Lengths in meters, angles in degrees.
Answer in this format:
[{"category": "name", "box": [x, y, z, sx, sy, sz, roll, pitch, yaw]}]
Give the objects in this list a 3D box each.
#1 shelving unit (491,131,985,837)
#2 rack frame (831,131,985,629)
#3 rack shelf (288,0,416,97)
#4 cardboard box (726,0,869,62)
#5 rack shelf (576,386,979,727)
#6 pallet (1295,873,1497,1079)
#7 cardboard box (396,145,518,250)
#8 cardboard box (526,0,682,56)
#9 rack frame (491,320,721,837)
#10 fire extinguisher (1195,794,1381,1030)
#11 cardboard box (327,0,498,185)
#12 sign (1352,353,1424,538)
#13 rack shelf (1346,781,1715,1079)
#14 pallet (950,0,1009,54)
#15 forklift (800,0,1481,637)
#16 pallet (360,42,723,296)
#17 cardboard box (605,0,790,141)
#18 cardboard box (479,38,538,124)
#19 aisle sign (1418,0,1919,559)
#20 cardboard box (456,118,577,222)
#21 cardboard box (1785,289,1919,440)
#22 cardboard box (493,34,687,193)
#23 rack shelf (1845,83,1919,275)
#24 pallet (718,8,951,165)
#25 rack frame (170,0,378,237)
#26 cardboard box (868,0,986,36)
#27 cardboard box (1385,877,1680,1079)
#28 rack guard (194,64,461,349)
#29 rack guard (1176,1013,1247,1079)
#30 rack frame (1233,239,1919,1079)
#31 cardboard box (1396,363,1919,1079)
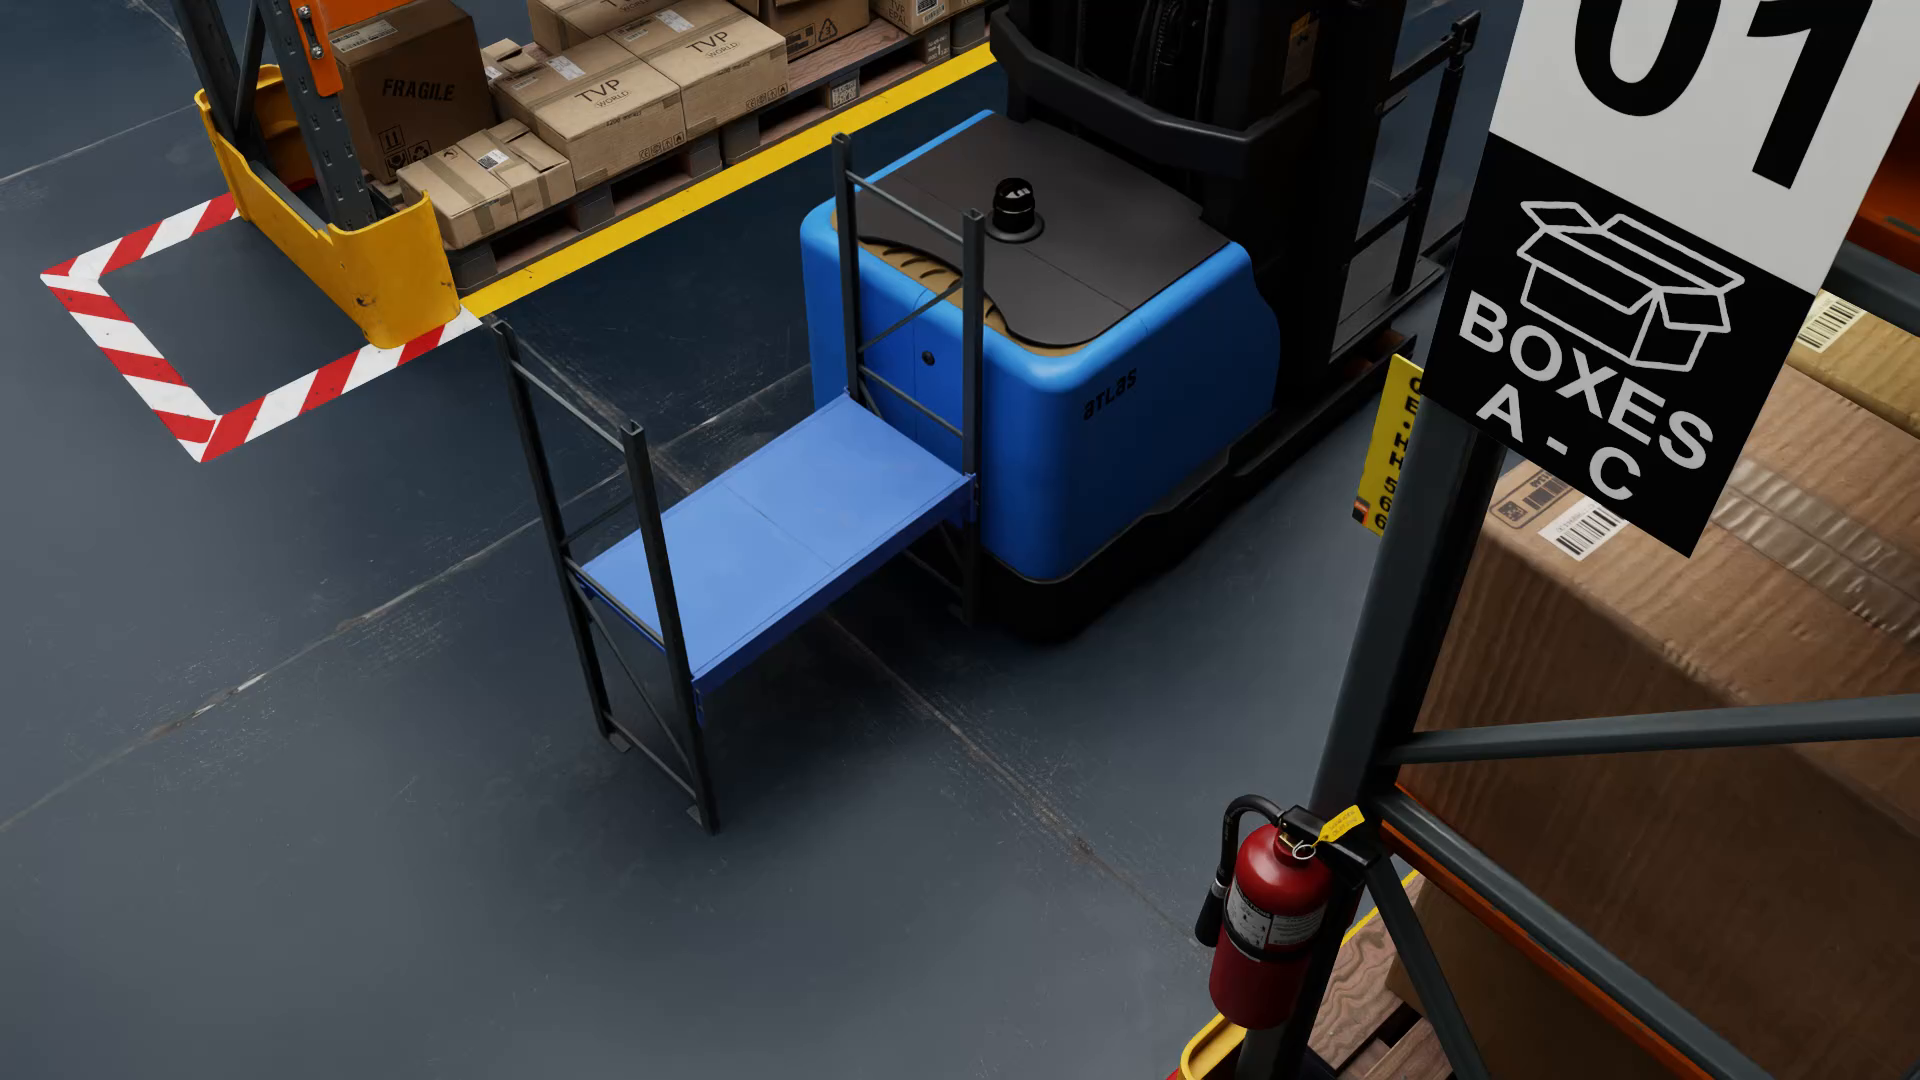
[{"category": "shelving unit", "box": [-0.485, -0.108, 4.329, 0.538, 1.500, 1.048, 36, 57, 28]}, {"category": "rack frame", "box": [-0.131, -0.376, 4.577, 0.500, 1.500, 0.032, 36, 57, 28]}, {"category": "rack shelf", "box": [-0.874, -2.780, 6.264, 4.000, 0.370, 1.077, -34, 56, -27]}, {"category": "cardboard box", "box": [-0.781, -2.384, 6.808, 0.637, 0.503, 0.797, -34, 56, -27]}, {"category": "rack shelf", "box": [-0.485, 0.014, 4.462, 0.538, 0.185, 1.000, 36, 57, 28]}, {"category": "pallet", "box": [1.520, 1.164, 4.032, 1.213, 0.211, 1.003, -34, 56, -27]}, {"category": "cardboard box", "box": [-1.813, -1.238, 5.992, 0.250, 0.149, 0.380, -34, 56, -27]}, {"category": "cardboard box", "box": [-1.394, -2.108, 6.726, 0.500, 0.250, 0.500, -34, 56, -27]}, {"category": "rack frame", "box": [-0.840, 0.160, 4.082, 0.500, 1.500, 0.032, 36, 57, 28]}, {"category": "fire extinguisher", "box": [0.559, 0.633, 2.931, 0.183, 0.674, 0.296, -34, 56, -27]}, {"category": "cardboard box", "box": [-2.117, -1.740, 6.216, 0.500, 0.500, 0.500, -34, 56, -27]}, {"category": "sign", "box": [0.627, -0.118, 2.369, 0.005, 0.325, 0.100, -34, 56, -27]}, {"category": "rack shelf", "box": [2.461, -0.088, 3.780, 4.000, 0.370, 1.077, -34, 56, -27]}, {"category": "pallet", "box": [0.097, -2.728, 7.624, 1.213, 0.211, 1.003, -34, 56, -27]}, {"category": "forklift", "box": [0.924, -1.692, 4.817, 1.130, 2.935, 3.031, 36, 57, 28]}, {"category": "pallet", "box": [-1.708, -1.522, 6.511, 1.213, 0.211, 1.003, -34, 56, -27]}, {"category": "cardboard box", "box": [-1.021, -1.861, 6.498, 0.500, 0.250, 0.500, -34, 56, -27]}, {"category": "cardboard box", "box": [-1.757, -1.778, 6.478, 0.250, 0.166, 0.380, -34, 56, -27]}, {"category": "aisle sign", "box": [0.726, -0.353, 1.766, 0.004, 0.787, 0.394, -34, 56, -27]}, {"category": "cardboard box", "box": [-1.628, -1.367, 6.099, 0.250, 0.166, 0.380, -34, 56, -27]}, {"category": "cardboard box", "box": [1.883, -0.069, 3.068, 0.700, 0.700, 0.980, -34, 56, -27]}, {"category": "cardboard box", "box": [-1.391, -1.614, 6.270, 0.500, 0.250, 0.500, -34, 56, -27]}, {"category": "rack shelf", "box": [2.461, -1.106, 2.678, 4.000, 0.370, 1.077, -34, 56, -27]}, {"category": "pallet", "box": [-0.806, -2.122, 7.064, 1.213, 0.211, 1.003, -34, 56, -27]}, {"category": "rack frame", "box": [-2.354, -2.035, 5.087, 0.127, 3.000, 1.000, -34, 56, -27]}, {"category": "cardboard box", "box": [-0.180, -2.444, 6.994, 0.500, 0.311, 0.500, -34, 56, -27]}, {"category": "cardboard box", "box": [1.432, 0.961, 3.737, 0.500, 0.500, 0.700, -34, 56, -27]}, {"category": "rack guard", "box": [-2.298, -1.225, 6.040, 0.348, 0.500, 1.175, -34, 56, -27]}, {"category": "rack guard", "box": [0.964, 1.516, 3.511, 0.348, 0.500, 1.175, -34, 56, -27]}, {"category": "rack frame", "box": [0.979, 0.655, 2.605, 0.053, 2.616, 0.949, -34, 56, -27]}, {"category": "cardboard box", "box": [1.352, 0.297, 2.731, 0.700, 0.700, 0.980, -31, 55, -26]}]
